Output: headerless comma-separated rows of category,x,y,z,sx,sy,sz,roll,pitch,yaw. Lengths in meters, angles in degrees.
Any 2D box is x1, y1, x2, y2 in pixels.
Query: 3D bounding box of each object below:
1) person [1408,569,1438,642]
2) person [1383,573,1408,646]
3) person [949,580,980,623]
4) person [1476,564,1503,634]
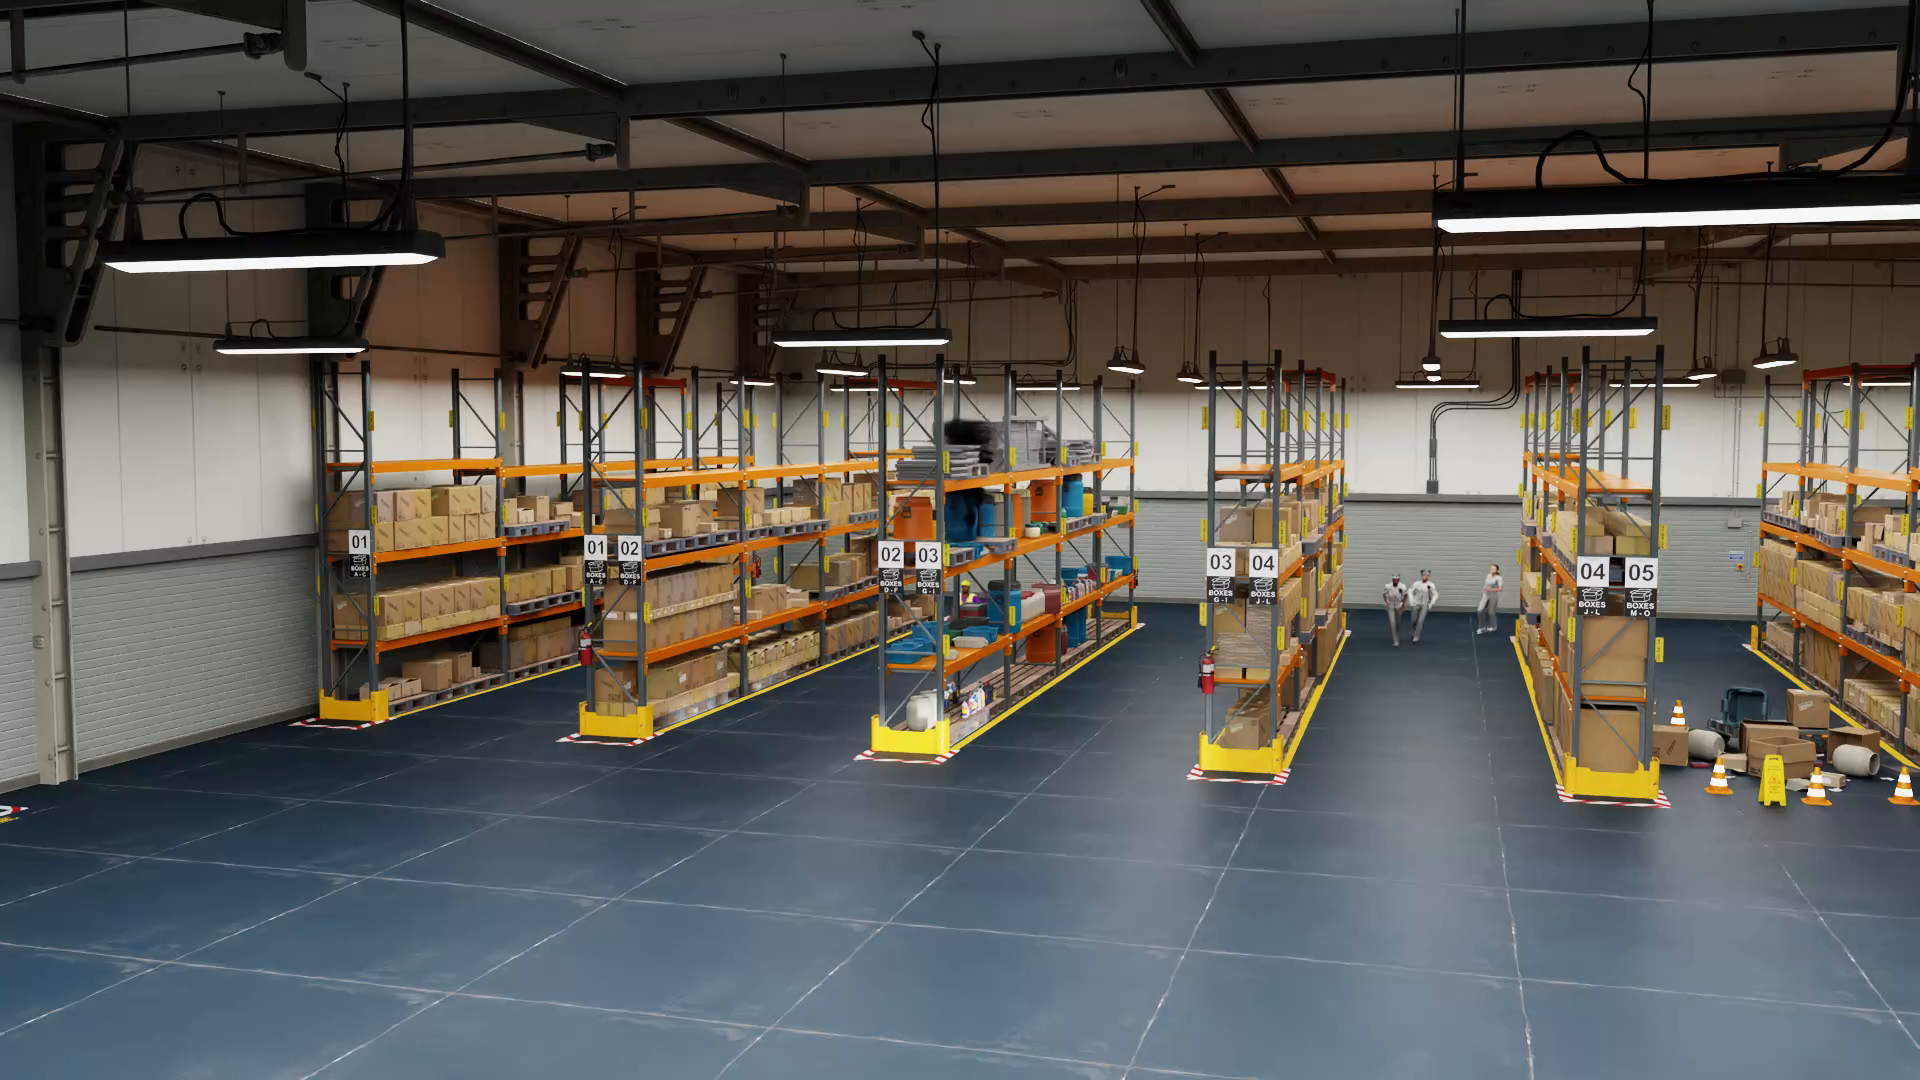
person,10.544,1.482,37.877,0.674,1.634,0.590,1,4,17
person,9.782,1.532,37.406,0.544,1.643,0.856,1,4,15
person,0.081,1.681,34.115,0.691,1.721,0.639,1,4,13
person,12.537,1.401,39.104,0.679,1.706,0.604,-3,5,-40
